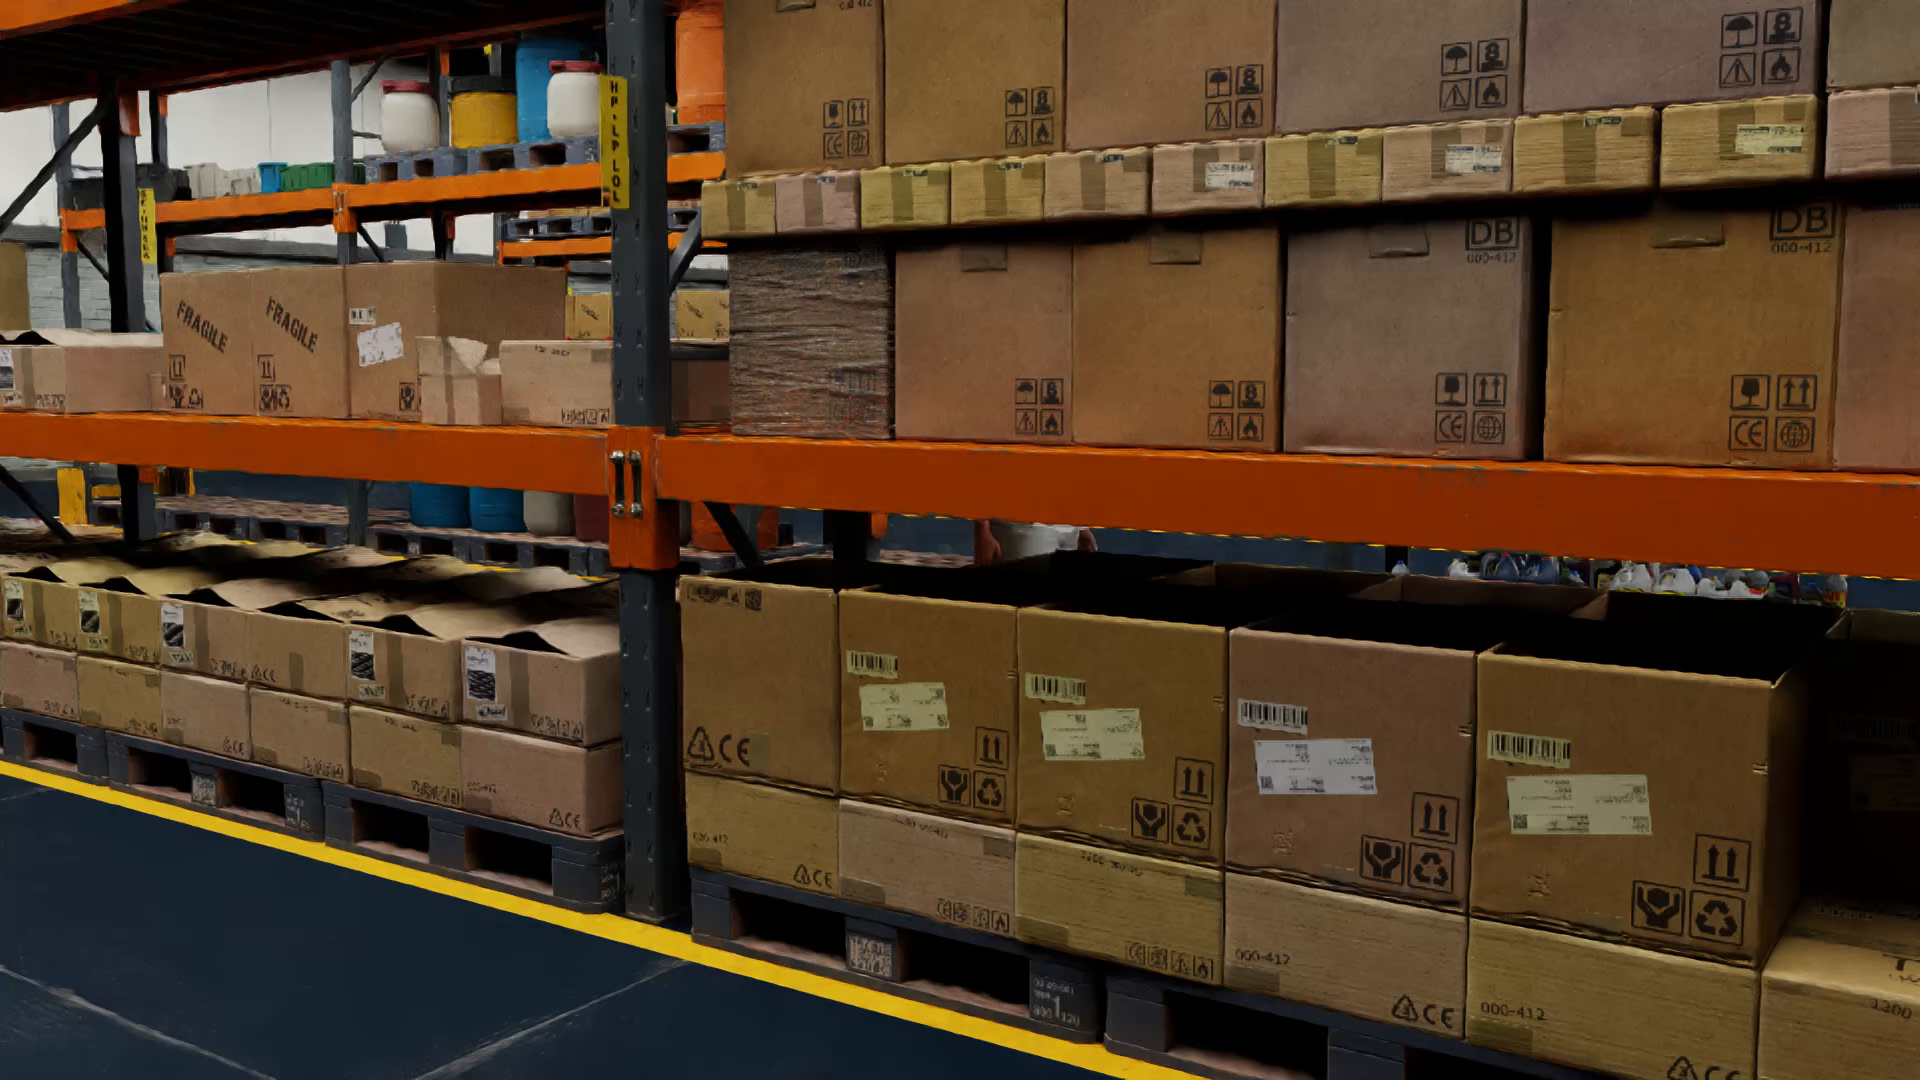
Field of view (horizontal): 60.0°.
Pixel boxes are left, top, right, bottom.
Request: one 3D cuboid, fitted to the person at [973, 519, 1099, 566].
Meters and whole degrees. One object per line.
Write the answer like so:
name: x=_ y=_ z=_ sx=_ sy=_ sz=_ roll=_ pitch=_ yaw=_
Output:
person: x=0.364 y=-0.044 z=6.016 sx=0.683 sy=1.760 sz=0.539 roll=4 pitch=8 yaw=36
